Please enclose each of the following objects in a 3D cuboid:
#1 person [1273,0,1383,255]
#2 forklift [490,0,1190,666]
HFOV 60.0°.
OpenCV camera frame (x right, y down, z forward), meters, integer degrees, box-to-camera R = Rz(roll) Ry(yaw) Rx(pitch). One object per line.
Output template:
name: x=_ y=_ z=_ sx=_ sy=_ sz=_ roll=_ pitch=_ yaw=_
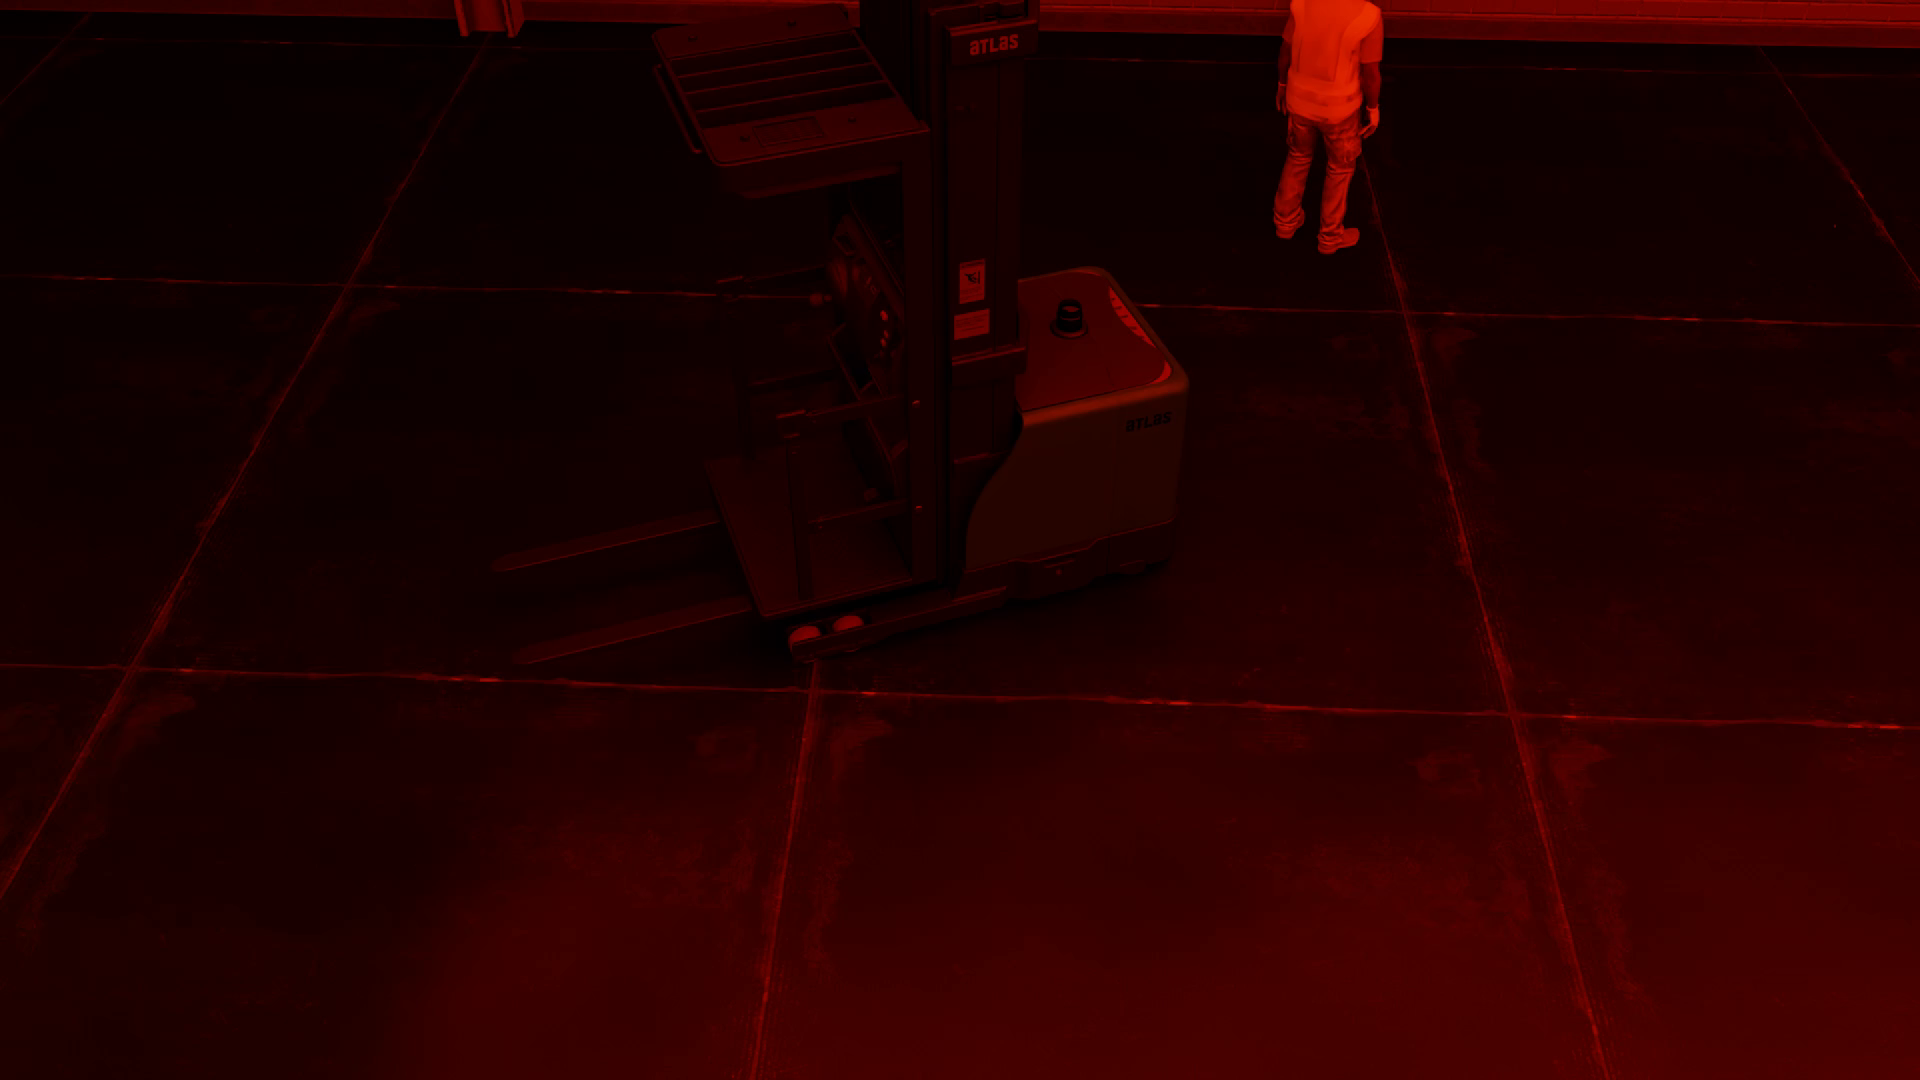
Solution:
person: x=2.058 y=-2.462 z=9.301 sx=0.617 sy=1.772 sz=0.452 roll=27 pitch=49 yaw=26
forklift: x=-0.573 y=-0.945 z=6.778 sx=3.031 sy=2.935 sz=1.130 roll=-13 pitch=44 yaw=-14
